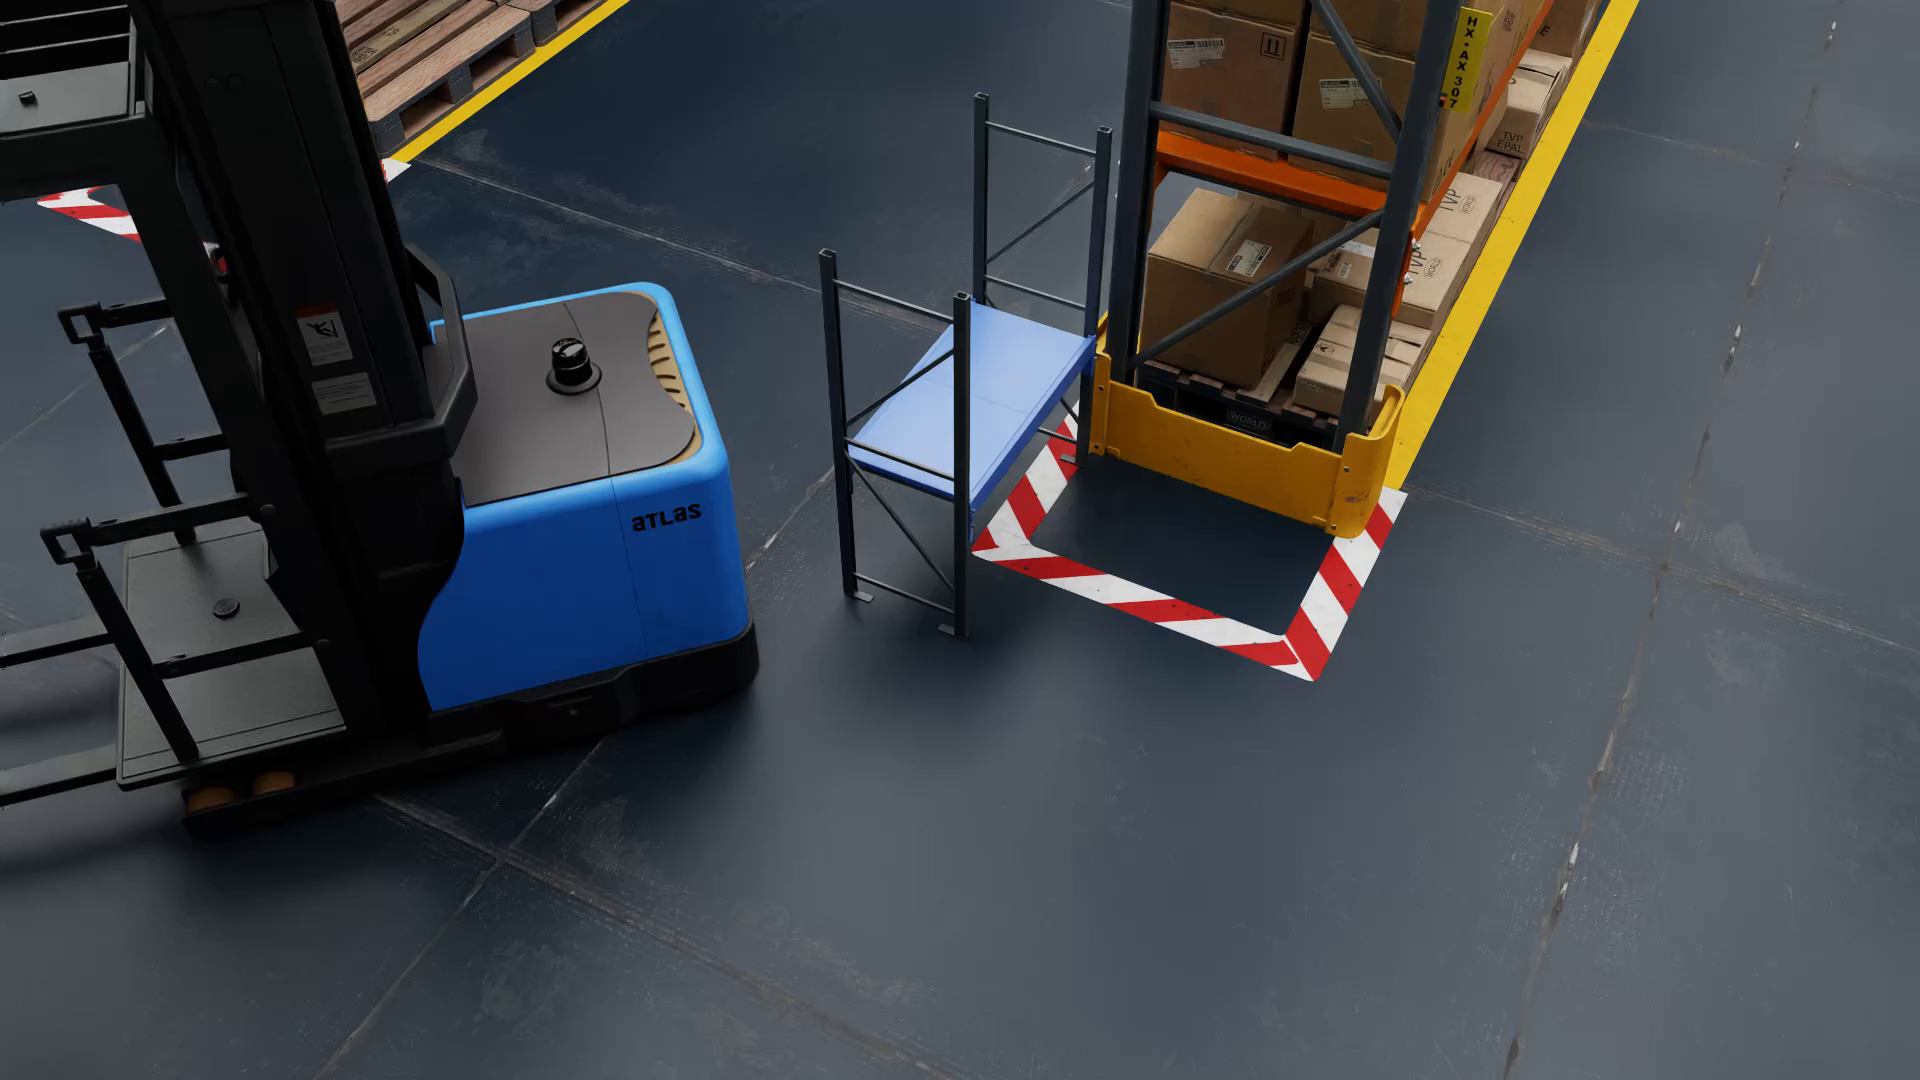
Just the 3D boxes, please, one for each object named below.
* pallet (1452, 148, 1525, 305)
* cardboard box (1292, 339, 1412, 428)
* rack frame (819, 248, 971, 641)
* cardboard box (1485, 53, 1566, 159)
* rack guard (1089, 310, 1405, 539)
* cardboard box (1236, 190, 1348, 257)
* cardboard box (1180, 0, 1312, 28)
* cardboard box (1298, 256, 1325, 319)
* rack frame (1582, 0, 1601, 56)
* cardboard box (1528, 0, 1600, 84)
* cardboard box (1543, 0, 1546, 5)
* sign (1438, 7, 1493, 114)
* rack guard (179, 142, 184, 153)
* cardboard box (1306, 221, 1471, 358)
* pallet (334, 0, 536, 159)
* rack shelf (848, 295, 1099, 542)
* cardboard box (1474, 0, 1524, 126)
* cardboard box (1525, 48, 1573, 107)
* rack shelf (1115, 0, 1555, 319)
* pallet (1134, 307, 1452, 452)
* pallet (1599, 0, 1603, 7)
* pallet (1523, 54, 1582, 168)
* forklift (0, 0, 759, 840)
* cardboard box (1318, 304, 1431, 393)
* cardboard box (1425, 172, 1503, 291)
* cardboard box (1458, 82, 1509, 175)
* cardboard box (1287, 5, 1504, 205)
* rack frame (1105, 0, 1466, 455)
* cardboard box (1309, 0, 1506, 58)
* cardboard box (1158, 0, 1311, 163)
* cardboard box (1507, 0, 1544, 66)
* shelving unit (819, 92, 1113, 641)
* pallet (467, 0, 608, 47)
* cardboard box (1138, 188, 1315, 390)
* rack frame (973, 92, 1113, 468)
[{"bbox_3d":[1.987,-1.631,7.714,1.003,0.211,1.213,20,49,19],"label":"pallet"},{"bbox_3d":[1.514,-0.599,6.428,0.380,0.149,0.250,20,49,19],"label":"cardboard box"},{"bbox_3d":[-0.196,-0.261,5.453,0.500,1.500,0.032,20,49,19],"label":"rack frame"},{"bbox_3d":[2.510,-2.100,7.798,0.500,0.311,0.500,20,49,19],"label":"cardboard box"},{"bbox_3d":[1.050,-0.465,6.358,1.175,0.500,0.348,20,49,19],"label":"rack guard"},{"bbox_3d":[1.517,-1.496,7.244,0.500,0.250,0.500,20,49,19],"label":"cardboard box"},{"bbox_3d":[0.978,-2.053,5.397,0.500,0.500,0.500,20,49,19],"label":"cardboard box"},{"bbox_3d":[1.317,-1.104,6.915,0.380,0.166,0.250,20,49,19],"label":"cardboard box"},{"bbox_3d":[2.872,-3.816,7.912,1.000,3.000,0.127,20,49,19],"label":"rack frame"},{"bbox_3d":[2.859,-2.639,8.197,0.500,0.500,0.500,20,49,19],"label":"cardboard box"},{"bbox_3d":[2.158,-2.480,6.521,0.500,0.500,0.500,21,49,20],"label":"cardboard box"},{"bbox_3d":[1.496,-1.421,4.937,0.100,0.325,0.005,20,49,19],"label":"sign"},{"bbox_3d":[-3.370,-2.035,7.910,1.175,0.500,0.348,20,49,19],"label":"rack guard"},{"bbox_3d":[1.751,-1.048,6.800,0.500,0.250,0.500,20,49,19],"label":"cardboard box"},{"bbox_3d":[-2.953,-2.460,8.533,1.003,0.211,1.213,20,49,19],"label":"pallet"},{"bbox_3d":[0.040,-0.455,5.898,0.538,0.185,1.000,20,49,19],"label":"rack shelf"},{"bbox_3d":[1.689,-1.850,5.899,0.500,0.500,0.500,20,49,19],"label":"cardboard box"},{"bbox_3d":[2.738,-2.259,8.069,0.380,0.149,0.250,20,49,19],"label":"cardboard box"},{"bbox_3d":[1.943,-2.303,6.923,1.077,0.370,4.000,20,49,19],"label":"rack shelf"},{"bbox_3d":[1.420,-0.866,6.957,1.003,0.211,1.213,20,49,19],"label":"pallet"},{"bbox_3d":[3.216,-3.360,9.423,1.003,0.211,1.213,20,49,19],"label":"pallet"},{"bbox_3d":[2.552,-2.403,8.477,1.003,0.211,1.213,20,49,19],"label":"pallet"},{"bbox_3d":[-2.265,-0.509,4.693,3.031,2.935,1.130,-13,47,-13],"label":"forklift"},{"bbox_3d":[1.630,-0.762,6.577,0.380,0.166,0.250,20,49,19],"label":"cardboard box"},{"bbox_3d":[1.983,-1.363,7.112,0.500,0.250,0.500,20,49,19],"label":"cardboard box"},{"bbox_3d":[2.004,-1.907,7.472,0.797,0.503,0.637,20,49,19],"label":"cardboard box"},{"bbox_3d":[1.455,-1.523,5.576,0.500,0.500,0.500,21,49,20],"label":"cardboard box"},{"bbox_3d":[1.015,-1.296,5.422,1.000,3.000,0.127,20,49,19],"label":"rack frame"},{"bbox_3d":[1.455,-1.875,5.221,0.500,0.500,0.500,22,49,20],"label":"cardboard box"},{"bbox_3d":[0.982,-1.703,5.754,0.500,0.500,0.500,22,49,20],"label":"cardboard box"},{"bbox_3d":[1.925,-2.165,6.211,0.500,0.500,0.500,20,49,19],"label":"cardboard box"},{"bbox_3d":[0.040,-0.581,5.770,0.538,1.500,1.048,20,49,19],"label":"shelving unit"},{"bbox_3d":[-2.386,-3.226,9.290,1.003,0.211,1.213,20,49,19],"label":"pallet"},{"bbox_3d":[1.049,-0.996,6.573,0.500,0.500,0.500,20,49,19],"label":"cardboard box"},{"bbox_3d":[0.276,-0.901,6.086,0.500,1.500,0.032,20,49,19],"label":"rack frame"}]
